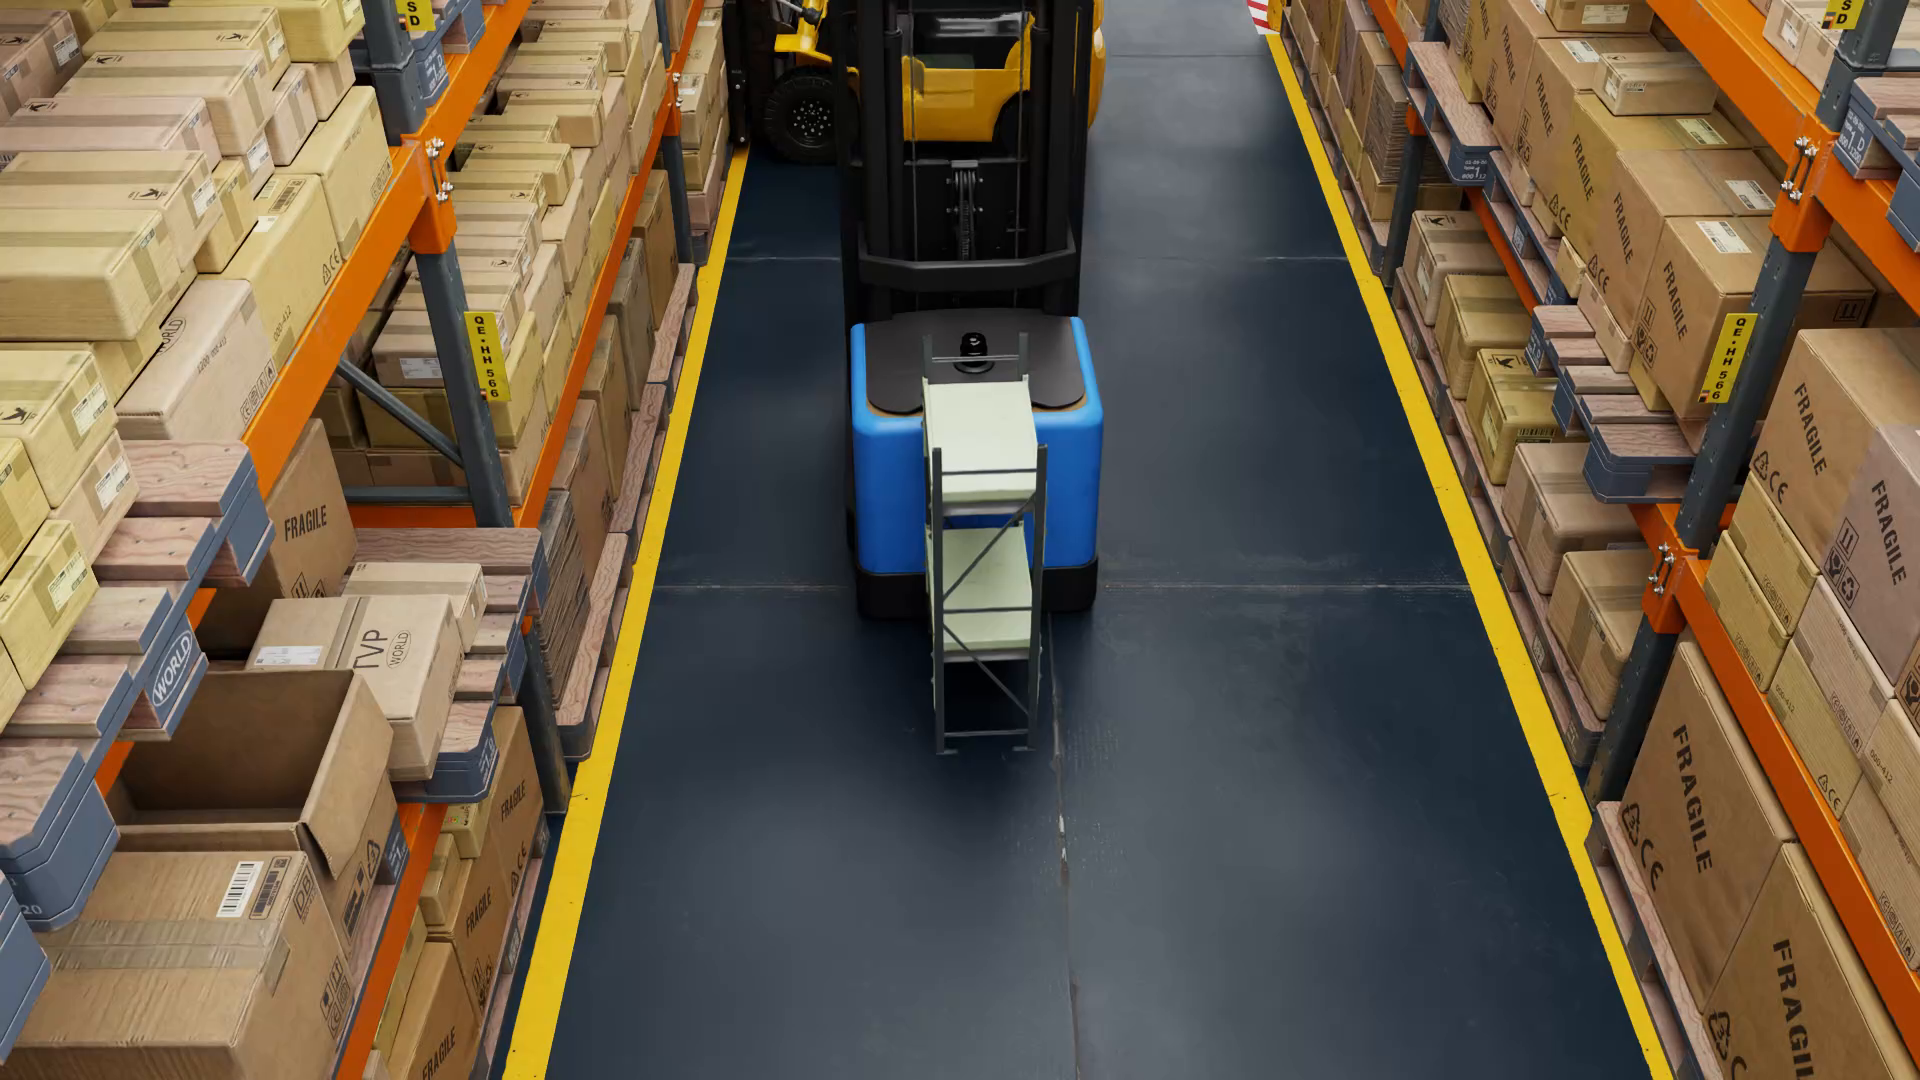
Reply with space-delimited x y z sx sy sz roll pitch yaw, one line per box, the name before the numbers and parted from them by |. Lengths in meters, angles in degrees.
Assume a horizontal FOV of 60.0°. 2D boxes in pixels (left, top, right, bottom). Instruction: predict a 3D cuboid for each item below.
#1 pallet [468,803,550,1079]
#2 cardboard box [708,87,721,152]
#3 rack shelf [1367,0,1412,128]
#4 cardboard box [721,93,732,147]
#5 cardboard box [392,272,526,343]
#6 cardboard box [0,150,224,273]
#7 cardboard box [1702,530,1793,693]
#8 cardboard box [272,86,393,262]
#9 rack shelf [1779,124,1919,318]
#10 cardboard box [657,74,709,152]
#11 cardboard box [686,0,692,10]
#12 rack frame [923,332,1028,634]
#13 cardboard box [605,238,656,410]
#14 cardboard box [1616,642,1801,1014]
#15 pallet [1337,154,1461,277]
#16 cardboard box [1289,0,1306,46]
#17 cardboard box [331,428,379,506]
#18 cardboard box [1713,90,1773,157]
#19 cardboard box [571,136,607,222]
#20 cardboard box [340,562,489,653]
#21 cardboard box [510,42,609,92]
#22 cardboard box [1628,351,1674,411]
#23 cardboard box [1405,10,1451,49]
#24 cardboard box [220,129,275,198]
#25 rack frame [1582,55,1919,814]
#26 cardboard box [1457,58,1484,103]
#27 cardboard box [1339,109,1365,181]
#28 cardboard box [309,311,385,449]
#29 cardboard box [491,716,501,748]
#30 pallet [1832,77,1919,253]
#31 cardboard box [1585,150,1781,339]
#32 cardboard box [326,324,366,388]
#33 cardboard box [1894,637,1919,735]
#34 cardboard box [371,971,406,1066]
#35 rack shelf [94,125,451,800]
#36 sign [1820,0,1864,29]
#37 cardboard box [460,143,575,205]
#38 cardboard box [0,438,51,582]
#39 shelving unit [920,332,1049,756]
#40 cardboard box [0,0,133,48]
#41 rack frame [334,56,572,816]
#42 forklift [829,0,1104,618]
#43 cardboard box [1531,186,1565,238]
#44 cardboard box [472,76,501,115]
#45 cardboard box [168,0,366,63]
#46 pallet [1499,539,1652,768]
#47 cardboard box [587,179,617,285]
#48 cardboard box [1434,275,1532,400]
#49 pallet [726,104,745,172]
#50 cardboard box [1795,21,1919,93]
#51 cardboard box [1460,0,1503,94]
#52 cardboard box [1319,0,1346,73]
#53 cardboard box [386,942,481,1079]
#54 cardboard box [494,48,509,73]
pallet | -2.058 1.411 5.821 1.003 0.211 1.213 0 39 0
cardboard box | -1.720 -2.549 9.996 0.500 0.250 0.500 0 39 0
rack shelf | 2.935 -3.621 10.446 1.077 0.370 4.000 0 39 0
cardboard box | -1.728 -2.678 10.556 0.500 0.250 0.500 1 39 1
cardboard box | -1.729 -0.803 5.754 0.380 0.149 0.250 1 39 1
cardboard box | -1.726 -0.659 3.339 0.380 0.149 0.250 -1 39 -1
cardboard box | 2.691 0.215 5.203 0.500 0.250 0.500 -1 39 -1
cardboard box | -1.778 -0.935 4.240 0.500 0.250 0.500 -1 39 -2
rack shelf | 2.945 0.211 3.265 1.077 0.370 4.000 0 39 0
cardboard box | -1.713 -2.429 9.446 0.500 0.250 0.500 -1 39 -1
cardboard box | -1.783 -3.288 9.374 0.500 0.500 0.500 1 39 1
rack frame | 0.059 -0.192 6.790 0.400 1.500 0.023 -2 39 -3
cardboard box | -2.021 -1.071 8.251 0.875 0.625 0.625 0 39 0
cardboard box | 2.860 0.947 5.533 0.875 0.875 0.875 0 39 0
pallet | 2.902 -1.983 10.056 1.003 0.211 1.213 0 39 0
cardboard box | 2.657 -3.739 11.880 0.500 0.250 0.500 0 39 0
cardboard box | -2.278 -0.367 5.929 0.500 0.250 0.500 -1 39 -1
cardboard box | 3.158 -1.409 6.455 0.500 0.500 0.500 1 39 1
cardboard box | -1.785 -1.518 6.966 0.500 0.250 0.500 0 39 1
cardboard box | -1.637 0.200 4.966 0.380 0.149 0.250 1 39 1
cardboard box | -1.767 -2.082 7.350 0.380 0.149 0.250 -1 39 -1
cardboard box | 2.634 -0.588 5.951 0.380 0.149 0.250 1 39 1
cardboard box | 2.633 -2.754 8.989 0.380 0.149 0.250 0 39 -1
cardboard box | -1.825 -0.864 3.832 0.380 0.149 0.250 1 39 1
rack frame | 2.942 -0.150 5.539 1.000 3.000 0.127 0 39 0
cardboard box | 2.614 -2.215 7.981 0.380 0.149 0.250 1 39 1
cardboard box | 2.658 -2.445 10.265 0.500 0.250 0.500 -1 39 -1
cardboard box | -2.300 -0.561 5.772 0.500 0.250 0.500 1 39 1
cardboard box | -1.767 0.723 5.594 0.380 0.149 0.250 -2 39 -2
pallet | 2.996 -0.844 4.157 1.213 0.211 1.003 2 39 2
cardboard box | 2.652 -1.076 6.041 0.500 0.500 0.500 -1 39 -1
cardboard box | -2.224 -0.640 5.551 0.380 0.149 0.250 1 39 1
cardboard box | 2.694 0.363 4.019 0.500 0.500 0.500 1 39 1
cardboard box | -1.824 1.379 4.774 0.380 0.149 0.250 -1 39 -1
rack shelf | -2.019 0.217 3.258 1.077 0.370 4.000 0 39 0
sign | 2.400 -1.523 4.440 0.100 0.325 0.005 0 39 0
cardboard box | -1.739 -1.443 6.553 0.380 0.149 0.250 1 39 1
cardboard box | -1.649 -0.027 2.534 0.380 0.149 0.250 0 39 0
shelving unit | 0.081 0.037 6.505 0.431 1.500 0.755 -2 39 -3
cardboard box | -2.297 -1.297 4.135 0.380 0.149 0.250 -1 39 -2
rack frame | -2.021 -0.144 5.531 1.000 3.000 0.127 0 39 0
forklift | -0.010 -1.710 7.541 1.130 2.935 3.031 -2 39 -3
cardboard box | 2.626 -1.390 6.951 0.380 0.149 0.250 -1 39 -1
cardboard box | -2.302 -1.829 7.354 0.500 0.250 0.500 -1 39 -1
cardboard box | -1.725 -1.313 4.154 0.380 0.149 0.250 1 39 1
pallet | 2.943 0.449 7.020 1.003 0.211 1.213 0 39 0
cardboard box | -1.780 -1.324 7.124 0.500 0.250 0.500 1 39 1
cardboard box | 2.945 -1.012 8.380 0.950 0.372 0.625 2 39 3
pallet | -1.989 -2.820 11.100 1.003 0.211 1.213 0 39 0
cardboard box | 2.732 -1.419 4.925 0.380 0.149 0.250 0 39 0
cardboard box | 2.653 -2.364 7.647 0.500 0.500 0.500 0 39 0
cardboard box | 2.655 -3.376 10.828 0.500 0.500 0.500 1 39 1
cardboard box | -1.813 1.572 5.053 0.500 0.500 0.500 2 39 2
cardboard box | -2.272 -2.234 7.540 0.380 0.149 0.250 0 39 0
